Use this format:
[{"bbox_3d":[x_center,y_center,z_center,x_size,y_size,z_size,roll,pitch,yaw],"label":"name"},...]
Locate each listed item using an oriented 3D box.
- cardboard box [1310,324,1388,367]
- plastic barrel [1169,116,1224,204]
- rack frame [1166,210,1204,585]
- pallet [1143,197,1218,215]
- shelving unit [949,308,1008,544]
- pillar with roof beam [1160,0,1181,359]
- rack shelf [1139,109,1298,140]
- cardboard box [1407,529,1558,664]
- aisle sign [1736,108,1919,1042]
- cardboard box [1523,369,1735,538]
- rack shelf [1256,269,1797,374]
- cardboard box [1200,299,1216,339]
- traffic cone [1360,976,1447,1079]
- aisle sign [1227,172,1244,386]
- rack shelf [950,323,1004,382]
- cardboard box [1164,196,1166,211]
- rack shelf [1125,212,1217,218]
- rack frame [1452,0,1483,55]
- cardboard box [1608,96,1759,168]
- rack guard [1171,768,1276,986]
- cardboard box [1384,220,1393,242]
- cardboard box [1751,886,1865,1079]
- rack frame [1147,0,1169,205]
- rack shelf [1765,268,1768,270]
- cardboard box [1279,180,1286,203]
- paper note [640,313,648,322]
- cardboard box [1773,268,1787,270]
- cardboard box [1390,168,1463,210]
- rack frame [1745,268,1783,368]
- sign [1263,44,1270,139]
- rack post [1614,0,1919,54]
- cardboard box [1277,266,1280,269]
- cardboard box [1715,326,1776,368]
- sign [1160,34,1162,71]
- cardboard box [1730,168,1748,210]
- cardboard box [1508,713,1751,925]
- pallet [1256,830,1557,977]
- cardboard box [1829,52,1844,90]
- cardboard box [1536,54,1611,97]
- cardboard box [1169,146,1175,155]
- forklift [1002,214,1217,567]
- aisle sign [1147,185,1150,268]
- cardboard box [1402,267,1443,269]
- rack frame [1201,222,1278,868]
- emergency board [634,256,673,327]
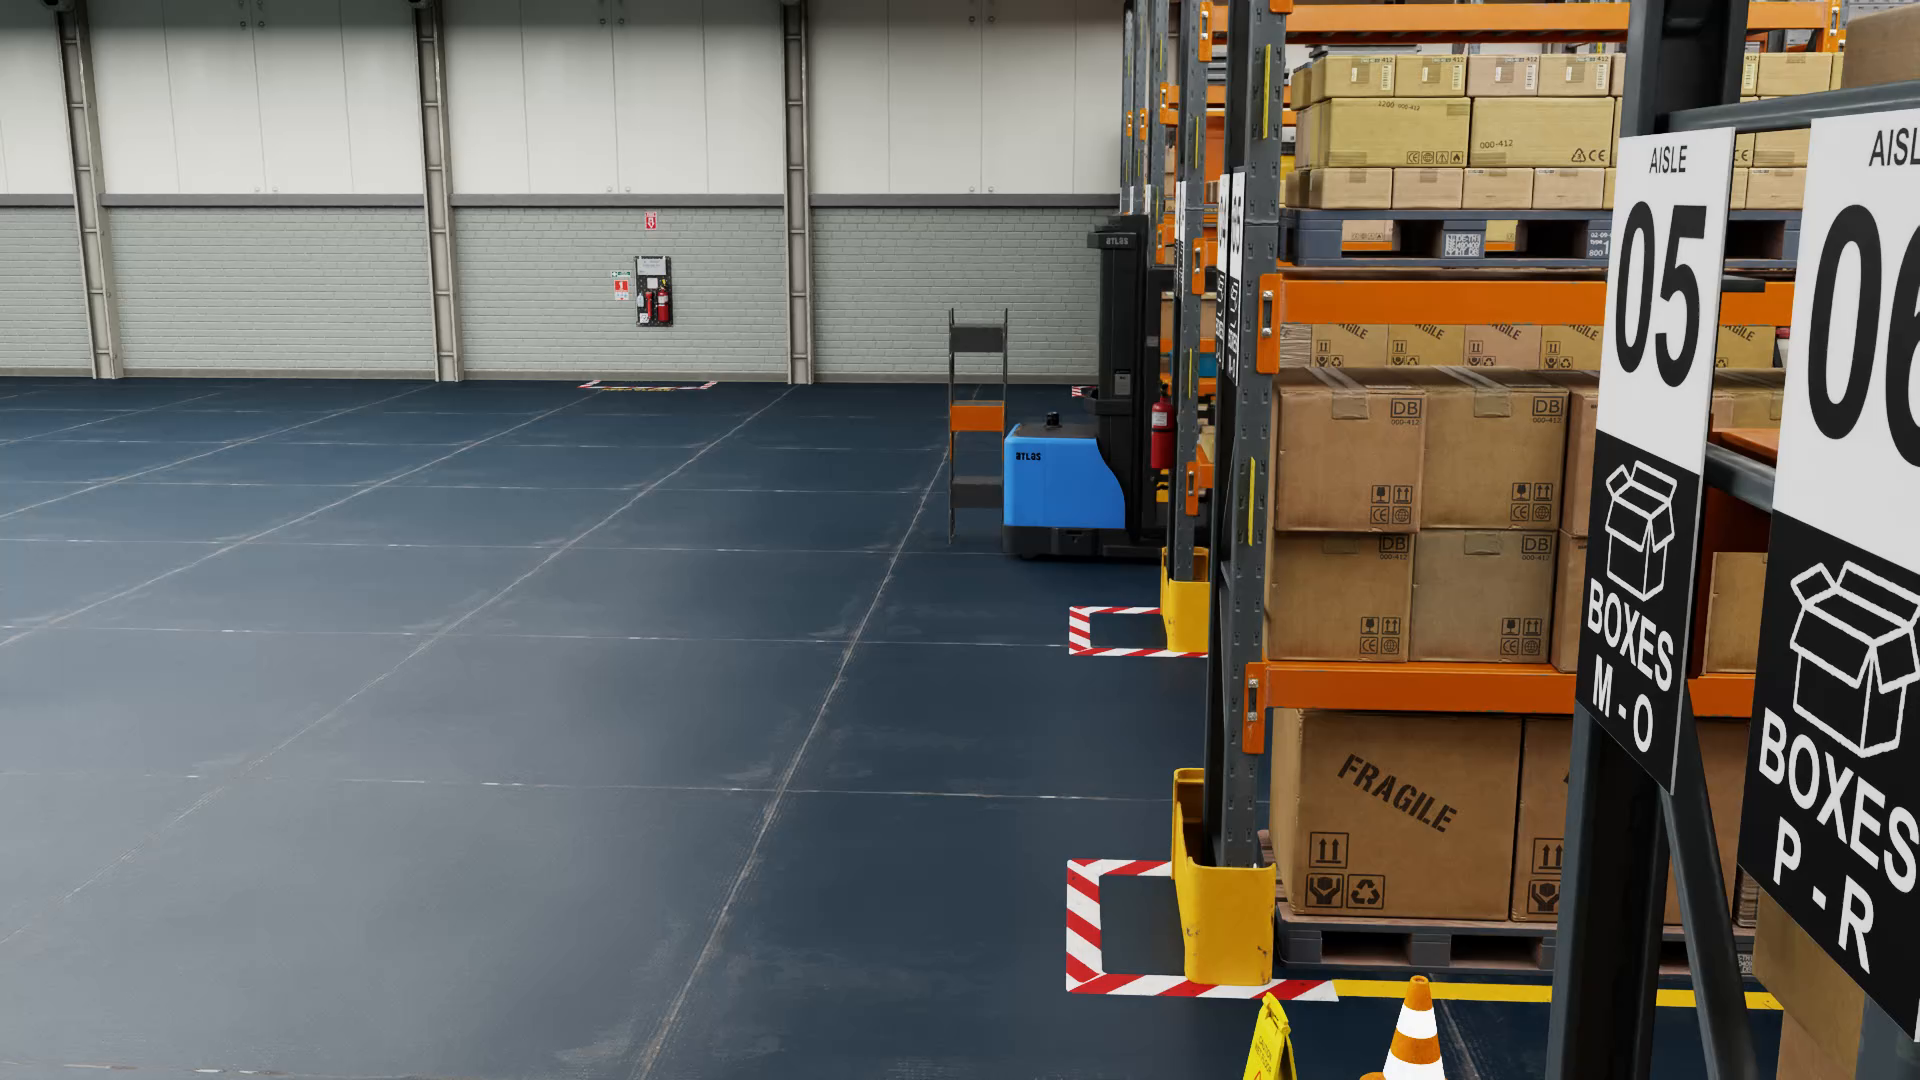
[{"bbox_3d":[2.611,-1.420,11.302,0.500,0.500,0.500,1,12,4],"label":"cardboard box"},{"bbox_3d":[2.406,-3.723,16.322,0.708,0.830,0.600,1,12,4],"label":"plastic barrel"},{"bbox_3d":[1.582,-0.808,11.787,0.127,3.000,1.000,1,12,4],"label":"rack frame"},{"bbox_3d":[2.951,-4.242,21.091,1.213,0.211,1.003,1,12,4],"label":"pallet"},{"bbox_3d":[0.165,-1.025,15.024,0.503,2.100,0.431,1,12,4],"label":"shelving unit"},{"bbox_3d":[3.043,-6.068,22.280,0.548,9.000,9.100,1,12,4],"label":"pillar with roof beam"},{"bbox_3d":[4.243,-5.193,20.831,4.000,0.370,1.077,1,12,4],"label":"rack shelf"},{"bbox_3d":[2.073,0.129,6.939,0.550,0.550,0.875,1,12,4],"label":"cardboard box"},{"bbox_3d":[0.837,0.007,1.543,0.004,0.787,0.394,1,12,4],"label":"aisle sign"},{"bbox_3d":[2.622,-0.361,6.646,0.550,0.550,0.875,1,12,4],"label":"cardboard box"},{"bbox_3d":[3.145,-0.885,6.585,4.000,0.370,1.077,1,12,4],"label":"rack shelf"},{"bbox_3d":[3.236,-2.865,21.378,0.500,0.500,0.700,1,12,5],"label":"cardboard box"},{"bbox_3d":[1.584,1.743,5.787,0.334,0.463,0.336,1,12,4],"label":"traffic cone"},{"bbox_3d":[1.058,-1.008,6.395,0.004,0.787,0.394,1,12,4],"label":"aisle sign"},{"bbox_3d":[0.165,-1.697,14.884,0.480,0.518,0.431,1,12,4],"label":"rack shelf"},{"bbox_3d":[3.008,-5.417,26.200,0.500,0.500,0.500,2,12,8],"label":"cardboard box"},{"bbox_3d":[4.570,-4.932,25.935,4.000,0.370,1.077,1,12,4],"label":"rack shelf"},{"bbox_3d":[6.238,-5.713,20.585,0.127,3.000,1.000,1,12,4],"label":"rack frame"},{"bbox_3d":[2.624,-1.518,6.227,0.500,0.250,0.500,1,12,3],"label":"cardboard box"},{"bbox_3d":[1.125,1.427,7.207,0.348,0.500,1.175,1,12,4],"label":"rack guard"},{"bbox_3d":[3.054,-2.130,11.147,0.500,0.250,0.500,1,12,4],"label":"cardboard box"},{"bbox_3d":[1.444,0.495,2.145,0.500,0.500,0.700,0,12,2],"label":"cardboard box"},{"bbox_3d":[1.913,-4.756,16.010,0.127,3.000,1.000,1,12,4],"label":"rack frame"},{"bbox_3d":[7.568,-1.842,11.161,4.000,0.370,1.077,1,12,4],"label":"rack shelf"},{"bbox_3d":[2.093,-2.324,11.099,0.250,0.149,0.380,1,12,5],"label":"cardboard box"},{"bbox_3d":[-5.291,-3.720,27.859,0.142,0.148,0.016,1,12,4],"label":"paper note"},{"bbox_3d":[12.538,-4.228,25.284,0.500,0.250,0.500,1,12,3],"label":"cardboard box"},{"bbox_3d":[1.724,-1.322,6.263,0.250,0.149,0.380,1,12,4],"label":"cardboard box"},{"bbox_3d":[5.573,-0.753,11.525,0.127,3.000,1.000,1,12,4],"label":"rack frame"},{"bbox_3d":[1.106,-1.618,6.003,0.005,0.325,0.100,1,12,4],"label":"sign"},{"bbox_3d":[7.874,-4.790,15.683,3.121,1.000,1.013,1,12,4],"label":"rack post"},{"bbox_3d":[3.793,-3.493,21.210,0.500,0.500,0.700,1,12,4],"label":"cardboard box"},{"bbox_3d":[5.105,-1.387,11.143,0.500,0.500,0.500,1,12,4],"label":"cardboard box"},{"bbox_3d":[1.871,-4.542,15.494,0.005,0.325,0.100,1,12,4],"label":"sign"},{"bbox_3d":[2.729,-1.308,6.196,0.250,0.149,0.380,1,12,3],"label":"cardboard box"},{"bbox_3d":[2.708,1.046,7.088,0.875,0.875,0.875,1,12,3],"label":"cardboard box"},{"bbox_3d":[1.952,1.564,7.259,1.213,0.211,1.003,1,12,4],"label":"pallet"},{"bbox_3d":[3.239,-1.692,6.083,0.250,0.149,0.380,1,12,4],"label":"cardboard box"},{"bbox_3d":[2.219,-1.706,6.149,0.250,0.149,0.380,1,12,4],"label":"cardboard box"},{"bbox_3d":[3.440,-5.788,25.533,0.500,0.500,0.500,1,12,3],"label":"cardboard box"},{"bbox_3d":[1.923,-1.318,14.394,3.031,2.935,1.130,2,12,7],"label":"forklift"},{"bbox_3d":[1.821,-3.033,16.076,0.004,0.787,0.394,1,12,4],"label":"aisle sign"},{"bbox_3d":[5.795,-3.466,21.079,0.500,0.500,0.700,1,12,4],"label":"cardboard box"},{"bbox_3d":[1.149,0.204,6.949,0.127,3.000,1.000,1,12,4],"label":"rack frame"},{"bbox_3d":[-5.119,-4.135,27.690,0.643,1.169,0.194,1,12,4],"label":"emergency board"}]
